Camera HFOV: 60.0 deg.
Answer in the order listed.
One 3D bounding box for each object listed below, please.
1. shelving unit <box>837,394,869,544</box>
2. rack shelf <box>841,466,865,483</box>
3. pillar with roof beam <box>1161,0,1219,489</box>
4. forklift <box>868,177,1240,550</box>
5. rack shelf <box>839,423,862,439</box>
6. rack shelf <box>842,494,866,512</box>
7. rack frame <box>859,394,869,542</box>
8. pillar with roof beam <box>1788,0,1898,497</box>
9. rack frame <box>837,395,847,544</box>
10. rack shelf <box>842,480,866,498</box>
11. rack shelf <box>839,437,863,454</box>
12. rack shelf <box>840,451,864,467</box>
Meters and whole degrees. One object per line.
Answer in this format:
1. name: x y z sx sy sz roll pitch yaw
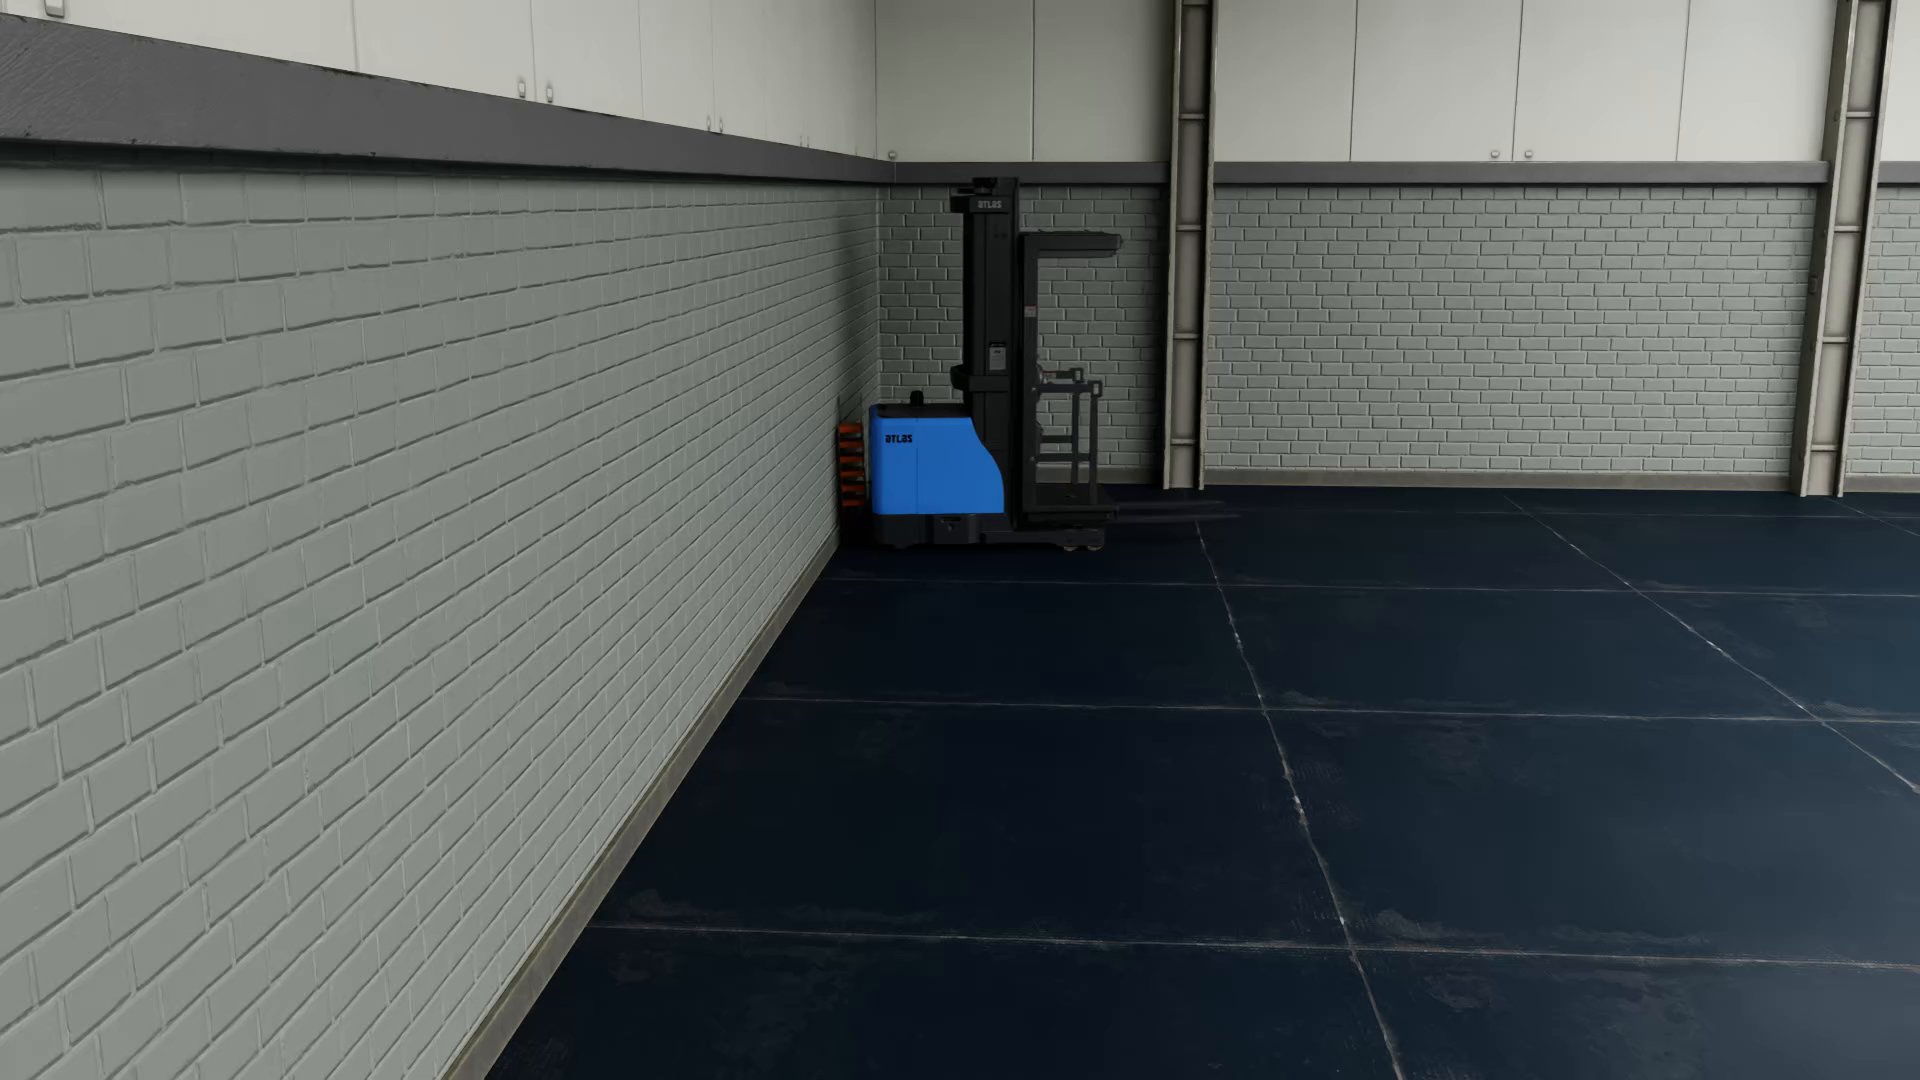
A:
1. shelving unit: -0.877 -0.583 13.608 0.189 1.200 0.258 -2 12 0
2. rack shelf: -0.875 -0.539 13.617 0.180 0.103 0.258 -2 12 0
3. pillar with roof beam: 1.888 -4.050 11.149 0.400 9.000 9.100 1 12 4
4. forklift: 0.761 -1.458 13.581 3.031 2.935 1.130 -1 12 -4
5. rack shelf: -0.888 -0.891 13.543 0.180 0.103 0.258 -2 12 0
6. rack shelf: -0.866 -0.304 13.666 0.180 0.103 0.258 -2 12 0
7. rack frame: -0.785 -0.586 13.608 0.006 1.200 0.240 -2 12 0
8. pillar with roof beam: 7.875 -3.968 10.757 0.400 9.000 9.100 1 12 4
9. rack frame: -0.968 -0.579 13.608 0.006 1.200 0.240 -2 12 0
10. rack shelf: -0.871 -0.422 13.641 0.180 0.103 0.258 -2 12 0
11. rack shelf: -0.884 -0.774 13.568 0.180 0.103 0.258 -2 12 0
12. rack shelf: -0.879 -0.657 13.592 0.180 0.103 0.258 -2 12 0
